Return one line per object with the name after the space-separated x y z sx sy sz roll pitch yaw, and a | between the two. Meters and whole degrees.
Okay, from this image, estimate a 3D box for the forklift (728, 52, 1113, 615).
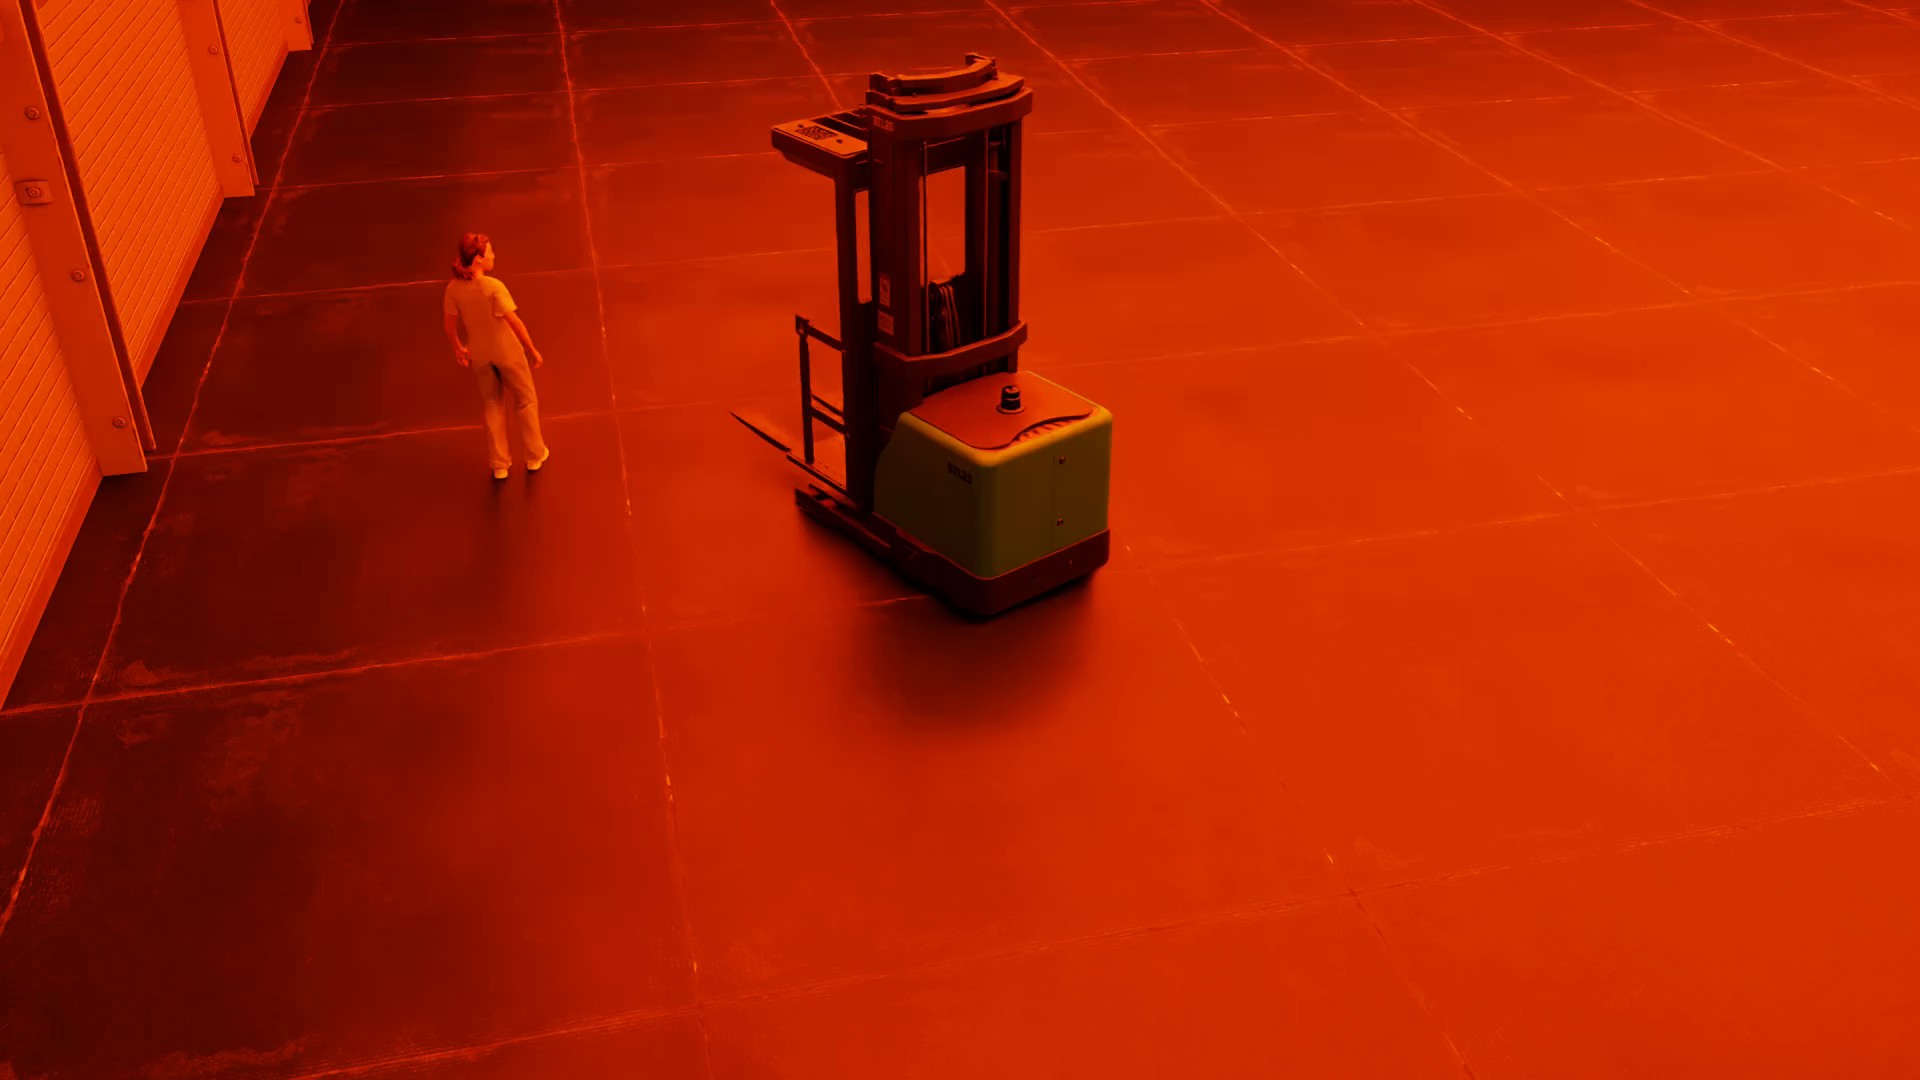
-0.412 -1.507 10.178 1.130 2.935 3.031 -22 37 -33 | forklift

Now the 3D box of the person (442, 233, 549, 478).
-3.036 -1.233 10.970 0.621 1.664 0.457 4 30 7 | person
